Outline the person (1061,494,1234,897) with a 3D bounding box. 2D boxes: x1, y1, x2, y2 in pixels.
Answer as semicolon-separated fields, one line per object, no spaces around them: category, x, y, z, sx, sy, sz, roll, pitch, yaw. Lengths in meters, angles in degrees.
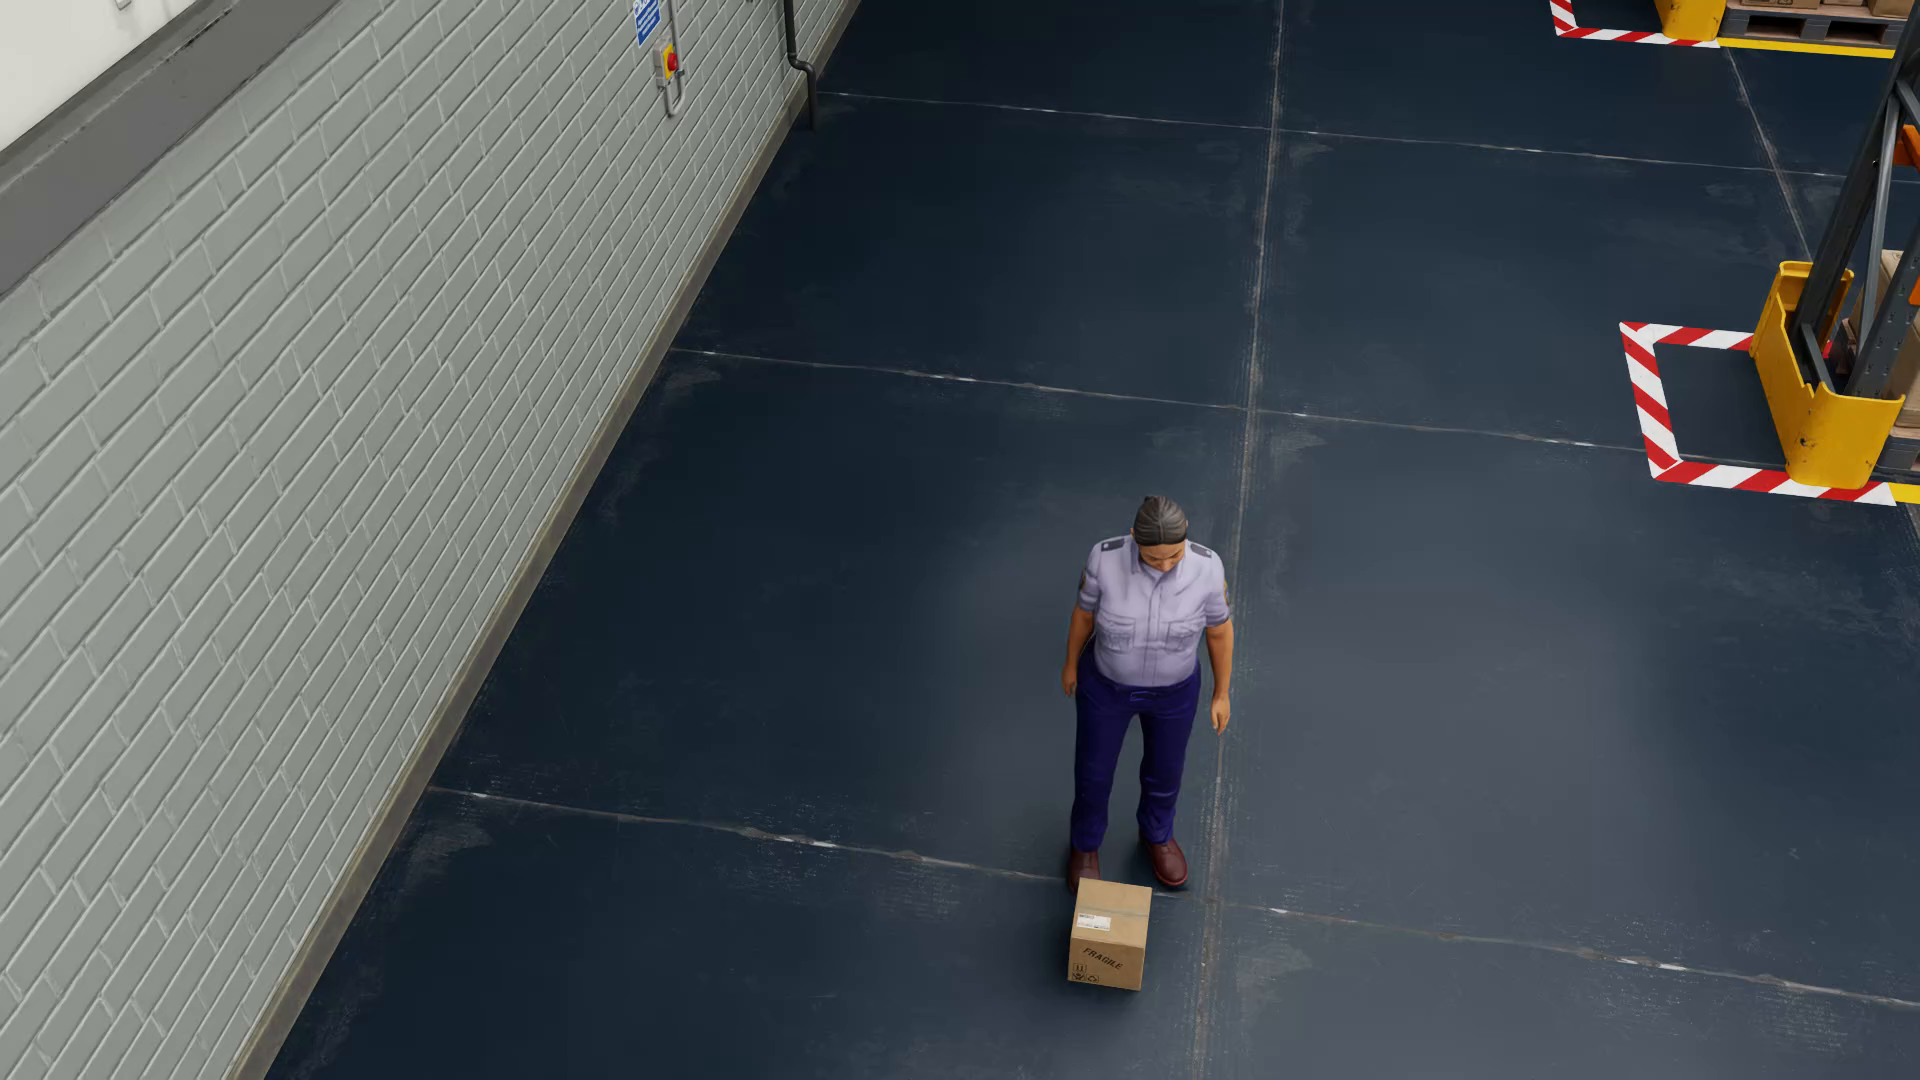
person;0.623;0.530;5.546;0.561;1.673;0.420;1;41;1
